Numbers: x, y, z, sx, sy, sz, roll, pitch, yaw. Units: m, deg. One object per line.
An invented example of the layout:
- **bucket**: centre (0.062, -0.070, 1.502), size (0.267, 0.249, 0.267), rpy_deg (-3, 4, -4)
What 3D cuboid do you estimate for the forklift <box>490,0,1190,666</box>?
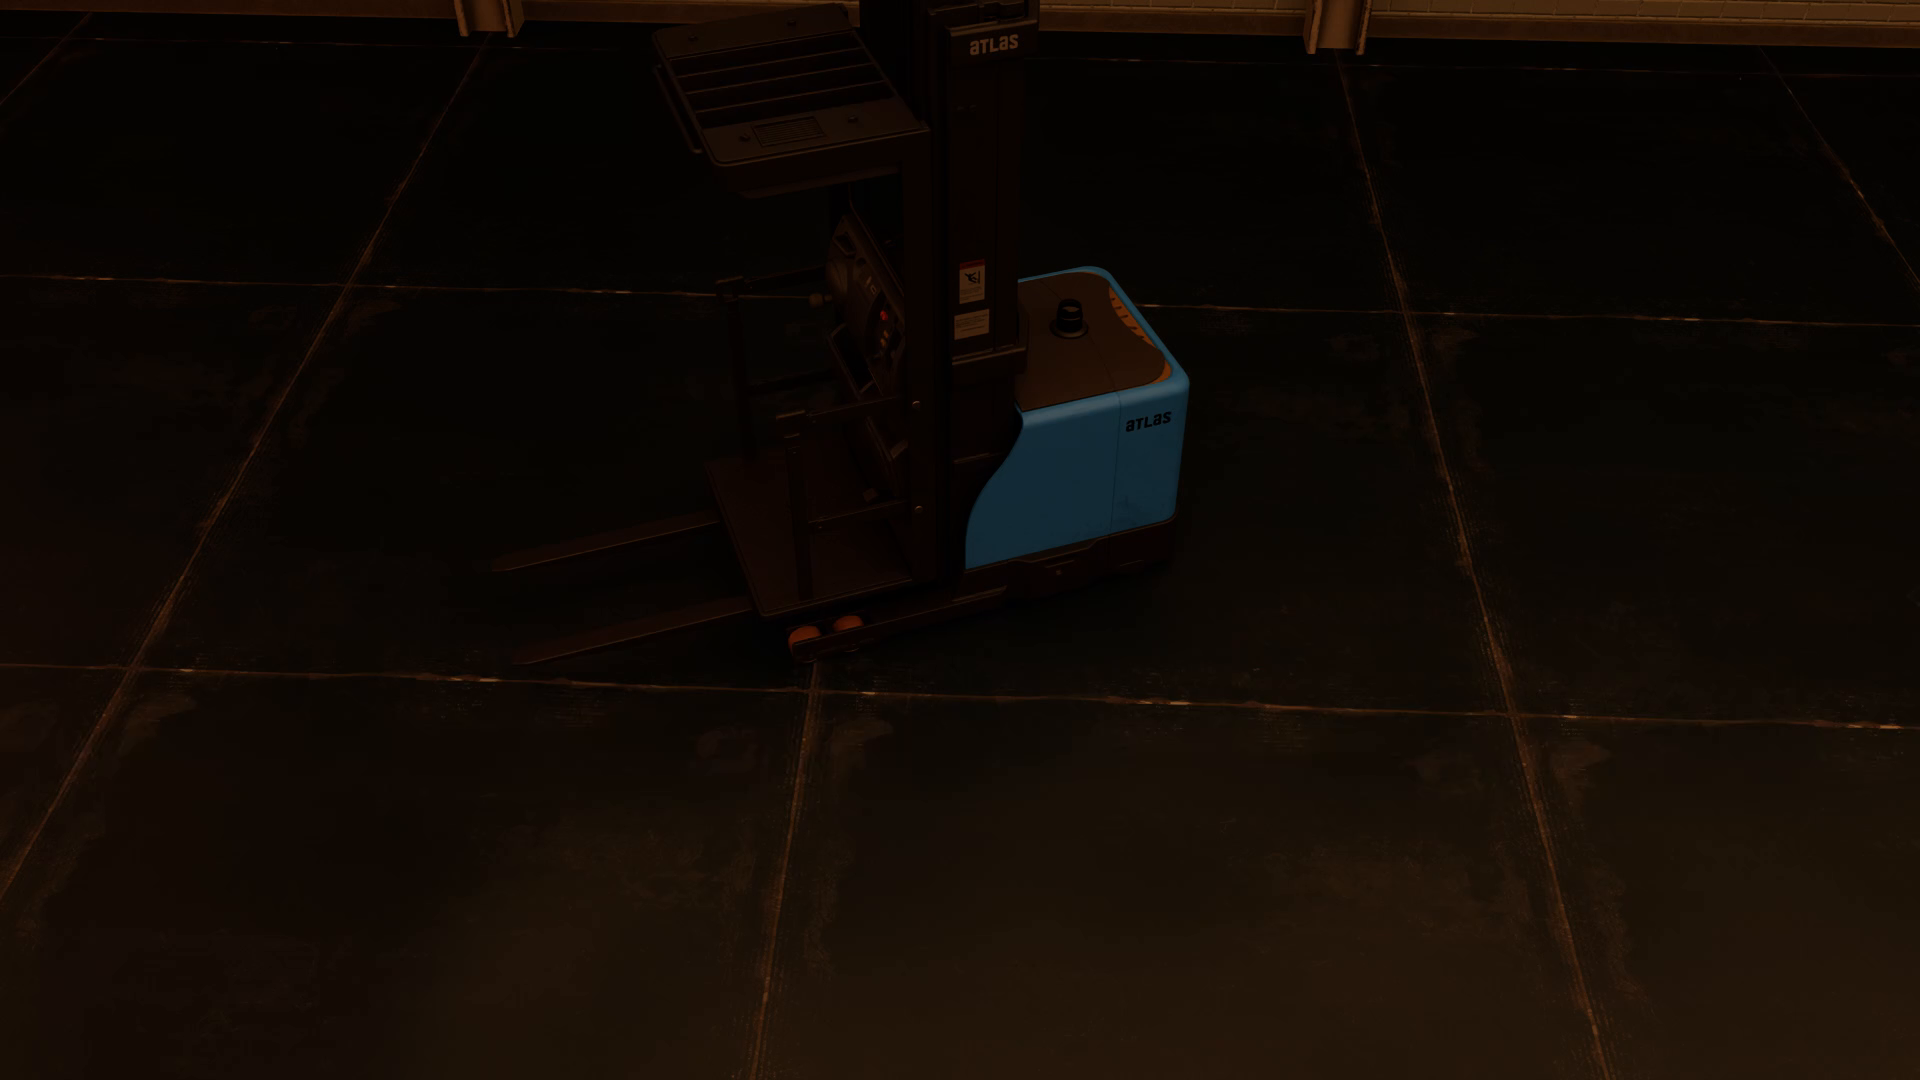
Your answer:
- **forklift**: centre (-0.573, -0.945, 6.778), size (3.031, 2.935, 1.130), rpy_deg (-13, 44, -14)
